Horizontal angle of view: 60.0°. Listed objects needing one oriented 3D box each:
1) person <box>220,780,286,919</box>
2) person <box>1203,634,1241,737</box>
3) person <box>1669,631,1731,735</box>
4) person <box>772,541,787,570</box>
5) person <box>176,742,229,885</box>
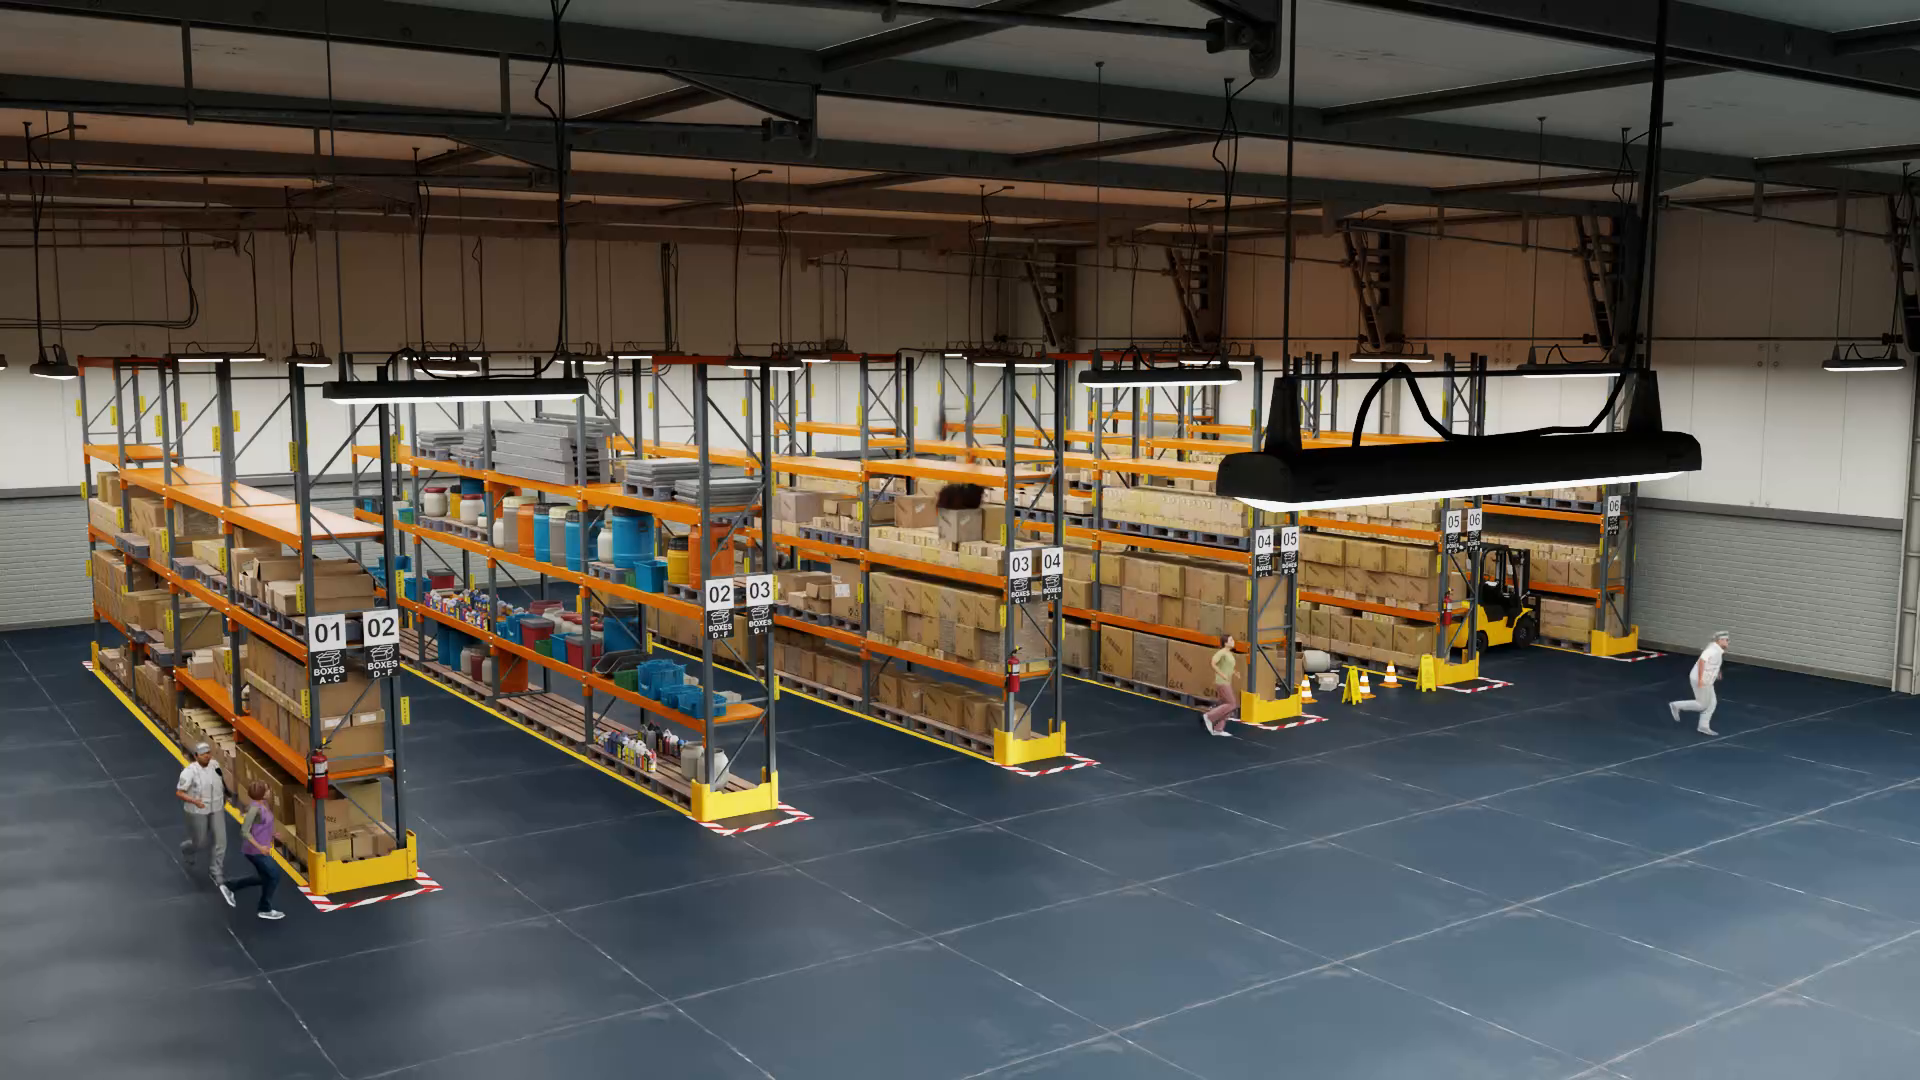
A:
[{"bbox_3d":[-7.729,3.386,18.095,0.680,1.562,0.525,-2,7,-13],"label":"person"},{"bbox_3d":[4.209,2.311,26.633,0.556,1.642,0.598,2,7,17],"label":"person"},{"bbox_3d":[11.899,2.278,26.772,0.851,1.714,0.662,3,7,21],"label":"person"},{"bbox_3d":[-4.282,0.863,38.162,0.650,1.754,0.759,-4,8,-29],"label":"person"},{"bbox_3d":[-8.873,3.186,19.499,0.806,1.682,0.614,6,9,40],"label":"person"}]
